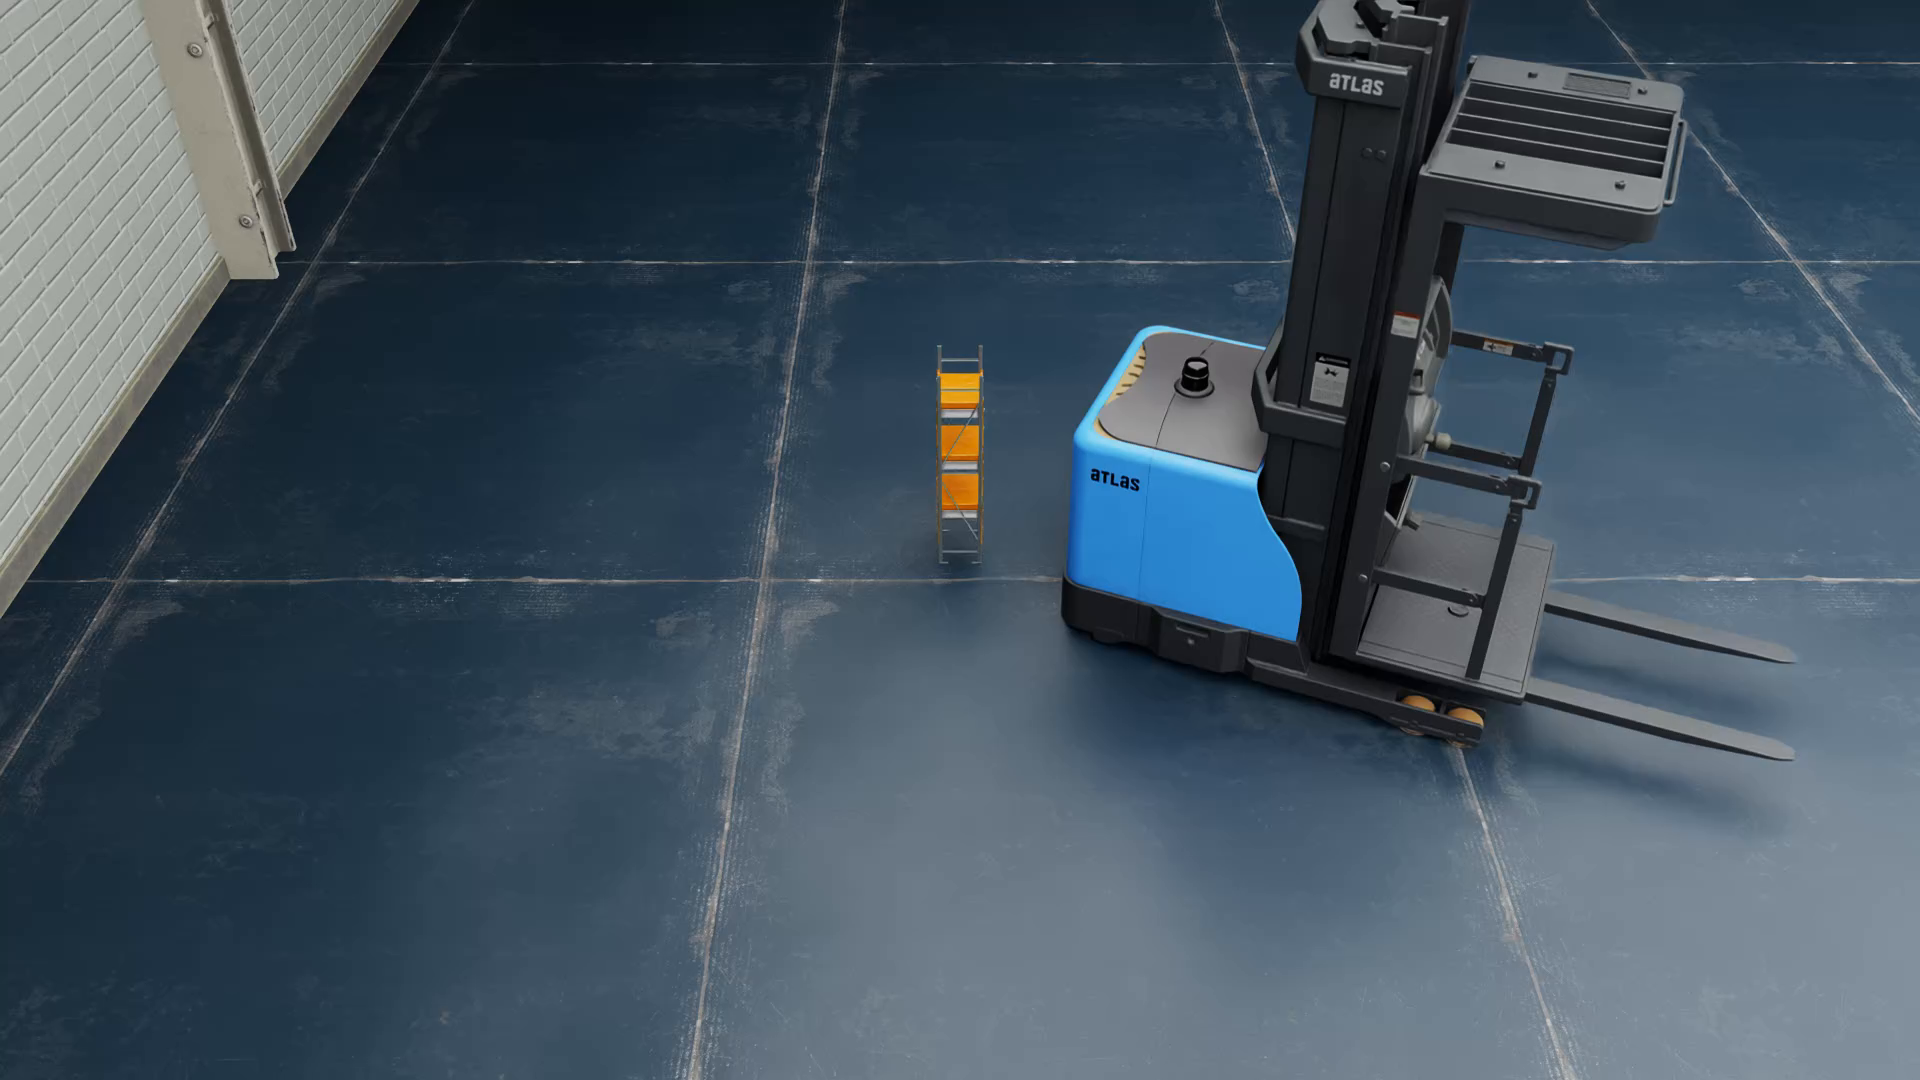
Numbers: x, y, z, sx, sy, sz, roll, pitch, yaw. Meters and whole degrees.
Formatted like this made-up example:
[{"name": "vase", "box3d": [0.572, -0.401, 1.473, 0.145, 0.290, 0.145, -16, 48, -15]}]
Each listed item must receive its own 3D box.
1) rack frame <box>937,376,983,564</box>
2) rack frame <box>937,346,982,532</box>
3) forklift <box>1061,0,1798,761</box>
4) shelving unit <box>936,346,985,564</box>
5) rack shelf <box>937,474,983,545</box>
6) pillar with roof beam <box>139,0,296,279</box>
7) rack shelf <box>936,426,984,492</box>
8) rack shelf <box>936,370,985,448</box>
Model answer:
[{"name": "rack frame", "box3d": [0.000, -0.300, 7.530, 0.200, 1.050, 0.008, 0, 39, 0]}, {"name": "rack frame", "box3d": [0.000, -0.453, 7.721, 0.200, 1.050, 0.008, 0, 39, 0]}, {"name": "forklift", "box3d": [2.021, -0.659, 6.474, 3.031, 2.935, 1.130, 15, 41, 18]}, {"name": "shelving unit", "box3d": [0.000, -0.376, 7.625, 0.215, 1.050, 0.252, 0, 39, 0]}, {"name": "rack shelf", "box3d": [0.000, -0.151, 7.806, 0.215, 0.259, 0.240, 0, 39, 0]}, {"name": "pillar with roof beam", "box3d": [0.062, -5.200, 7.288, 9.100, 9.000, 0.400, 0, 39, 0]}, {"name": "rack shelf", "box3d": [0.000, -0.368, 7.632, 0.215, 0.259, 0.240, 0, 39, 0]}, {"name": "rack shelf", "box3d": [0.000, -0.589, 7.455, 0.215, 0.259, 0.240, 0, 39, 0]}]
